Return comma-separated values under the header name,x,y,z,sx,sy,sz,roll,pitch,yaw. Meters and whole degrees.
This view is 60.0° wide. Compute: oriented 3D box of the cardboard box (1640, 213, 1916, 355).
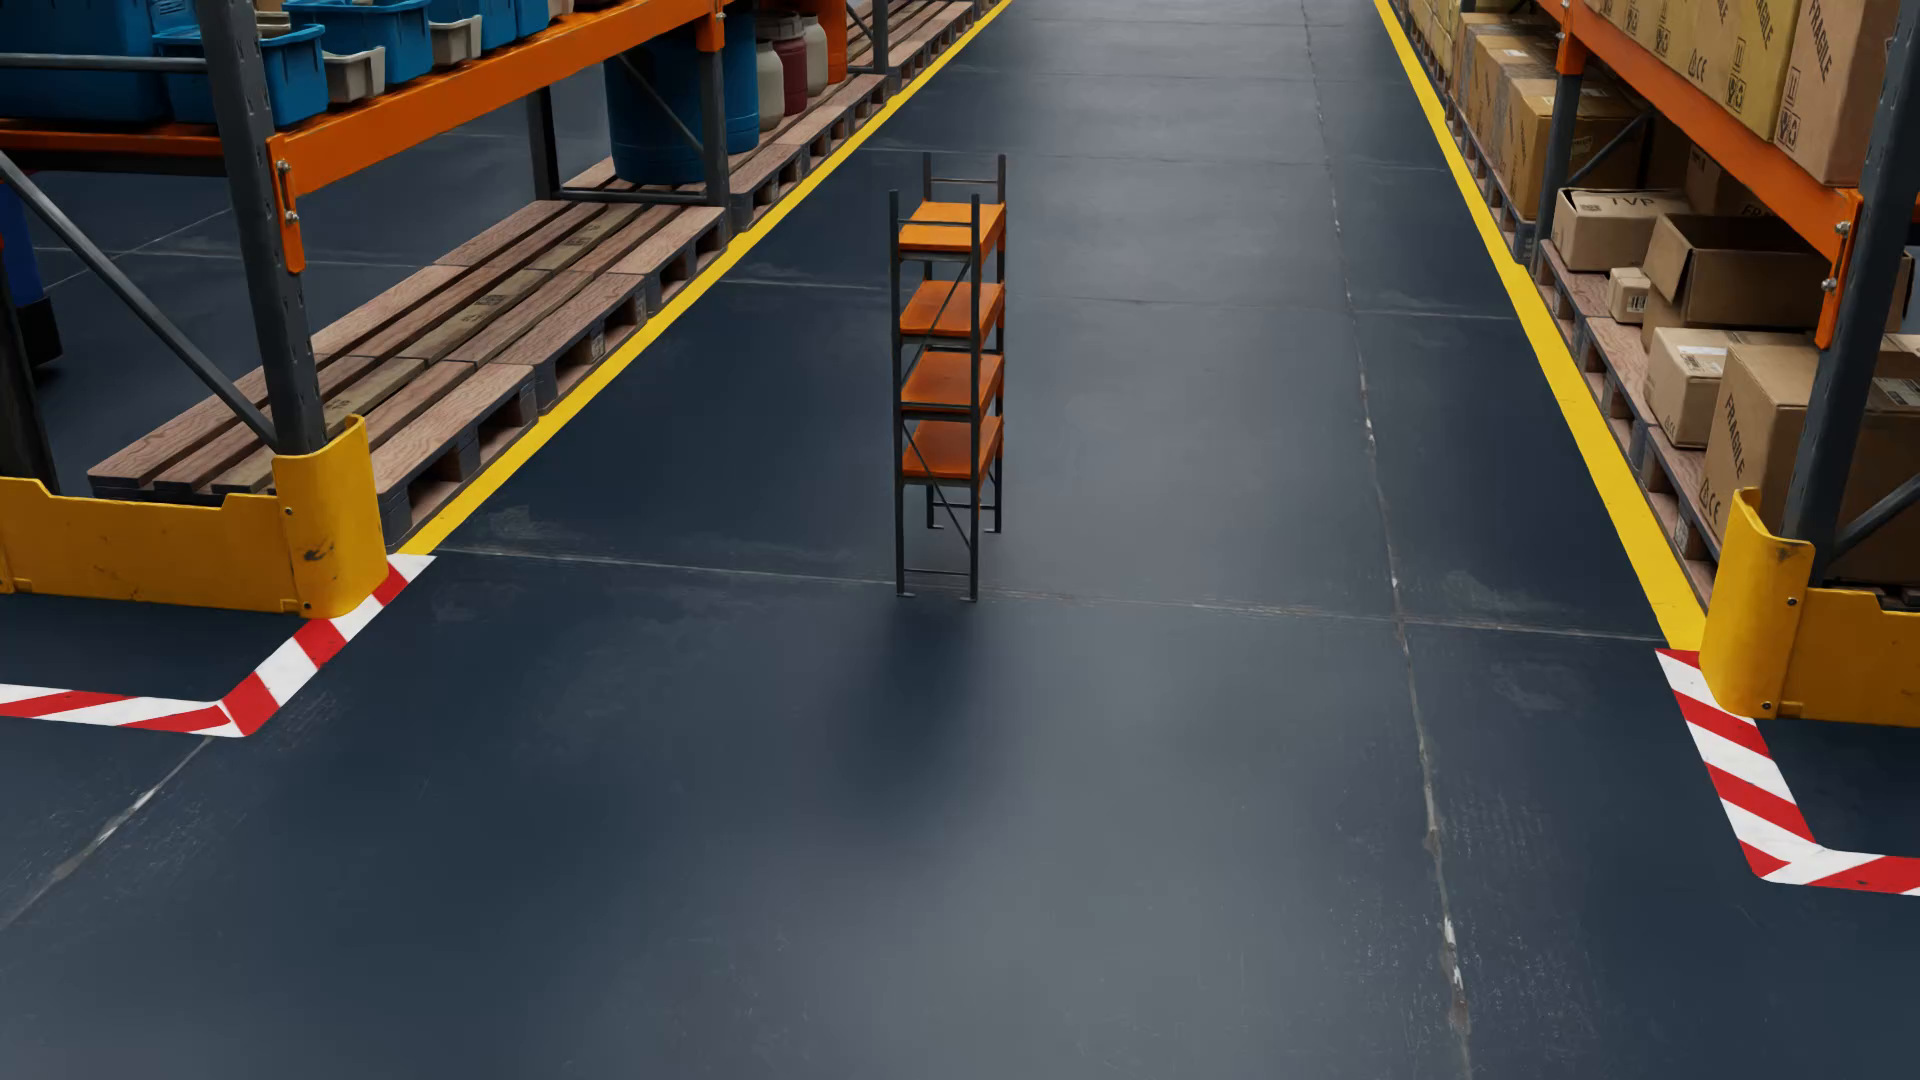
name,x,y,z,sx,sy,sz,roll,pitch,yaw
cardboard box,2.911,-0.861,5.977,0.797,0.503,0.637,4,25,9

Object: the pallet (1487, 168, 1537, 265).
name,x,y,z,sx,sy,sz,roll,pitch,yaw
pallet,3.308,-1.658,8.544,1.003,0.211,1.213,4,25,9

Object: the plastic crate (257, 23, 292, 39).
name,x,y,z,sx,sy,sz,roll,pitch,yaw
plastic crate,-2.311,-1.632,5.438,0.396,0.136,0.243,4,25,9

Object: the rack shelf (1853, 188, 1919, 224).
name,x,y,z,sx,sy,sz,roll,pitch,yaw
rack shelf,2.886,-1.537,5.529,0.919,0.052,3.809,4,25,9

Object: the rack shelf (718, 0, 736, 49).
name,x,y,z,sx,sy,sz,roll,pitch,yaw
rack shelf,-1.347,-3.434,9.896,1.077,0.370,4.000,4,25,9

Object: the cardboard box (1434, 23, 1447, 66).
name,x,y,z,sx,sy,sz,roll,pitch,yaw
cardboard box,3.792,-3.649,12.255,0.500,0.250,0.500,4,25,8

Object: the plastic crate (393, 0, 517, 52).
name,x,y,z,sx,sy,sz,roll,pitch,yaw
plastic crate,-1.747,-1.833,5.754,0.416,0.233,0.300,4,25,9

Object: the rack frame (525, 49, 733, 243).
name,x,y,z,sx,sy,sz,roll,pitch,yaw
rack frame,-1.674,-2.923,7.957,1.000,3.000,0.127,4,25,9

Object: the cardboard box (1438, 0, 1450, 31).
name,x,y,z,sx,sy,sz,roll,pitch,yaw
cardboard box,3.787,-3.904,12.139,0.500,0.311,0.500,4,25,8

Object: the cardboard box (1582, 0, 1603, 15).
name,x,y,z,sx,sy,sz,roll,pitch,yaw
cardboard box,2.860,-2.429,6.784,0.500,0.500,0.500,5,25,10

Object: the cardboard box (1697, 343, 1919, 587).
name,x,y,z,sx,sy,sz,roll,pitch,yaw
cardboard box,2.405,-0.217,4.605,0.500,0.500,0.500,4,25,9

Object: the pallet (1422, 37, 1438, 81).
name,x,y,z,sx,sy,sz,roll,pitch,yaw
pallet,4.241,-3.839,13.202,1.003,0.211,1.213,4,25,9

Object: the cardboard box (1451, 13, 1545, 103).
name,x,y,z,sx,sy,sz,roll,pitch,yaw
cardboard box,3.510,-3.148,10.866,0.500,0.500,0.500,5,26,11

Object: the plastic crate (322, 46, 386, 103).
name,x,y,z,sx,sy,sz,roll,pitch,yaw
plastic crate,-1.828,-1.367,4.872,0.250,0.136,0.298,4,25,9

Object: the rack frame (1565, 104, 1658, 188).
name,x,y,z,sx,sy,sz,roll,pitch,yaw
rack frame,3.216,-2.578,7.220,0.949,2.616,0.053,4,25,9

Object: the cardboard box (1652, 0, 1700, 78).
name,x,y,z,sx,sy,sz,roll,pitch,yaw
cardboard box,2.614,-1.793,5.425,0.500,0.500,0.500,4,25,8

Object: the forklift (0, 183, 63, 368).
name,x,y,z,sx,sy,sz,roll,pitch,yaw
forklift,-5.175,-2.005,6.075,3.031,2.935,1.130,7,26,15

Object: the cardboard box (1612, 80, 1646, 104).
name,x,y,z,sx,sy,sz,roll,pitch,yaw
cardboard box,3.608,-2.055,8.531,0.500,0.500,0.500,4,25,9

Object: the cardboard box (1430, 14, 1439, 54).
name,x,y,z,sx,sy,sz,roll,pitch,yaw
cardboard box,3.877,-3.859,12.704,0.500,0.250,0.500,5,25,10

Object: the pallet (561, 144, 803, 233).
name,x,y,z,sx,sy,sz,roll,pitch,yaw
pallet,-1.506,-1.980,9.231,1.003,0.211,1.213,4,25,9

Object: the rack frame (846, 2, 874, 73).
name,x,y,z,sx,sy,sz,roll,pitch,yaw
rack frame,-1.023,-4.596,11.531,0.949,2.616,0.053,4,25,9

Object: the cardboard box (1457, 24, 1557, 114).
name,x,y,z,sx,sy,sz,roll,pitch,yaw
cardboard box,3.430,-2.928,10.398,0.500,0.500,0.500,3,25,7

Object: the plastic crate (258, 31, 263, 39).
name,x,y,z,sx,sy,sz,roll,pitch,yaw
plastic crate,-2.373,-1.511,5.181,0.396,0.136,0.243,4,25,9

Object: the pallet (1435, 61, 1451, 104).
name,x,y,z,sx,sy,sz,roll,pitch,yaw
pallet,1.155,-3.956,10.150,6.198,3.011,5.144,4,25,9

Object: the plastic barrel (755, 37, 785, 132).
name,x,y,z,sx,sy,sz,roll,pitch,yaw
plastic barrel,-1.272,-2.739,10.003,0.421,0.512,0.421,0,25,0

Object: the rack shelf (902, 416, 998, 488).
name,x,y,z,sx,sy,sz,roll,pitch,yaw
rack shelf,-0.027,-0.269,4.944,0.221,0.050,0.457,4,25,9

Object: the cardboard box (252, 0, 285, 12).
name,x,y,z,sx,sy,sz,roll,pitch,yaw
cardboard box,-5.817,-4.288,13.302,0.700,0.500,0.500,3,25,6

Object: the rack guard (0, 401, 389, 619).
name,x,y,z,sx,sy,sz,roll,pitch,yaw
rack guard,-2.318,-0.107,4.889,1.175,0.500,0.348,4,25,9

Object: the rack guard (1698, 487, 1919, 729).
name,x,y,z,sx,sy,sz,roll,pitch,yaw
rack guard,2.571,0.195,4.244,1.175,0.500,0.348,4,25,9

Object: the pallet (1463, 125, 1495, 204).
name,x,y,z,sx,sy,sz,roll,pitch,yaw
pallet,3.505,-2.170,9.637,1.003,0.211,1.213,4,25,9

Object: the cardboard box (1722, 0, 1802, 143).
name,x,y,z,sx,sy,sz,roll,pitch,yaw
cardboard box,2.445,-1.374,4.529,0.500,0.500,0.500,4,25,9

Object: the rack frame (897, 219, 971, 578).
name,x,y,z,sx,sy,sz,roll,pitch,yaw
rack frame,-0.068,-0.372,4.630,0.228,1.046,0.006,4,25,9

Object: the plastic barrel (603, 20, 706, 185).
name,x,y,z,sx,sy,sz,roll,pitch,yaw
plastic barrel,-1.568,-2.389,8.796,0.600,0.901,0.708,4,25,9

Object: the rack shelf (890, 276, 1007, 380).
name,x,y,z,sx,sy,sz,roll,pitch,yaw
rack shelf,-0.027,-0.616,4.781,0.258,0.148,0.480,4,25,9

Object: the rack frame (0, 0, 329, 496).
name,x,y,z,sx,sy,sz,roll,pitch,yaw
rack frame,-2.327,-1.250,4.382,1.000,3.000,0.127,4,25,9

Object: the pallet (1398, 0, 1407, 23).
name,x,y,z,sx,sy,sz,roll,pitch,yaw
pallet,4.691,-4.991,15.664,1.003,0.211,1.213,4,25,9

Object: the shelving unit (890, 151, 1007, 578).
name,x,y,z,sx,sy,sz,roll,pitch,yaw
shelving unit,-0.027,-0.475,4.850,0.258,1.200,0.499,4,25,9

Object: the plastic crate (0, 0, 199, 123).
name,x,y,z,sx,sy,sz,roll,pitch,yaw
plastic crate,-2.457,-1.446,4.689,0.616,0.435,0.499,4,25,9

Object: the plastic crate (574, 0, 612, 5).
name,x,y,z,sx,sy,sz,roll,pitch,yaw
plastic crate,-1.592,-2.339,6.962,0.437,0.125,0.590,4,25,9

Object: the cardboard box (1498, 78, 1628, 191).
name,x,y,z,sx,sy,sz,roll,pitch,yaw
cardboard box,3.099,-2.078,8.581,0.500,0.500,0.500,4,25,9

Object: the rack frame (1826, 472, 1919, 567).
name,x,y,z,sx,sy,sz,roll,pitch,yaw
rack frame,2.562,-0.905,3.645,0.949,2.616,0.053,4,25,9

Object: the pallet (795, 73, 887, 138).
name,x,y,z,sx,sy,sz,roll,pitch,yaw
pallet,-1.108,-3.000,11.411,1.003,0.211,1.213,4,25,9

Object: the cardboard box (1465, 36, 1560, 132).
name,x,y,z,sx,sy,sz,roll,pitch,yaw
cardboard box,3.829,-3.251,11.026,1.136,0.551,3.017,3,25,7

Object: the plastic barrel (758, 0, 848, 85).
name,x,y,z,sx,sy,sz,roll,pitch,yaw
plastic barrel,-1.083,-3.598,11.462,0.600,0.830,0.708,4,25,9

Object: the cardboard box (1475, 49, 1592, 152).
name,x,y,z,sx,sy,sz,roll,pitch,yaw
cardboard box,3.263,-2.500,9.483,0.500,0.500,0.500,3,25,7

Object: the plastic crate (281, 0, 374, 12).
name,x,y,z,sx,sy,sz,roll,pitch,yaw
plastic crate,-2.260,-1.875,5.958,0.298,0.136,0.250,4,25,9

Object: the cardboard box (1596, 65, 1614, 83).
name,x,y,z,sx,sy,sz,roll,pitch,yaw
cardboard box,3.697,-2.263,8.976,0.500,0.500,0.500,4,25,9

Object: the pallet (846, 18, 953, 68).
name,x,y,z,sx,sy,sz,roll,pitch,yaw
pallet,-0.653,-4.163,13.895,1.003,0.211,1.213,4,25,9

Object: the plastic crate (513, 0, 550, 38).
name,x,y,z,sx,sy,sz,roll,pitch,yaw
plastic crate,-1.698,-1.958,6.022,0.416,0.233,0.300,4,25,9

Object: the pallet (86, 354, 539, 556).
name,x,y,z,sx,sy,sz,roll,pitch,yaw
pallet,-2.154,-0.329,5.705,1.003,0.211,1.213,4,25,9

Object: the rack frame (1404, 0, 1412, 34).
name,x,y,z,sx,sy,sz,roll,pitch,yaw
rack frame,4.520,-5.924,14.368,1.000,3.000,0.127,4,25,9

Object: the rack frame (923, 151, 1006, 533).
name,x,y,z,sx,sy,sz,roll,pitch,yaw
rack frame,0.013,-0.576,5.066,0.240,1.200,0.015,4,25,9
